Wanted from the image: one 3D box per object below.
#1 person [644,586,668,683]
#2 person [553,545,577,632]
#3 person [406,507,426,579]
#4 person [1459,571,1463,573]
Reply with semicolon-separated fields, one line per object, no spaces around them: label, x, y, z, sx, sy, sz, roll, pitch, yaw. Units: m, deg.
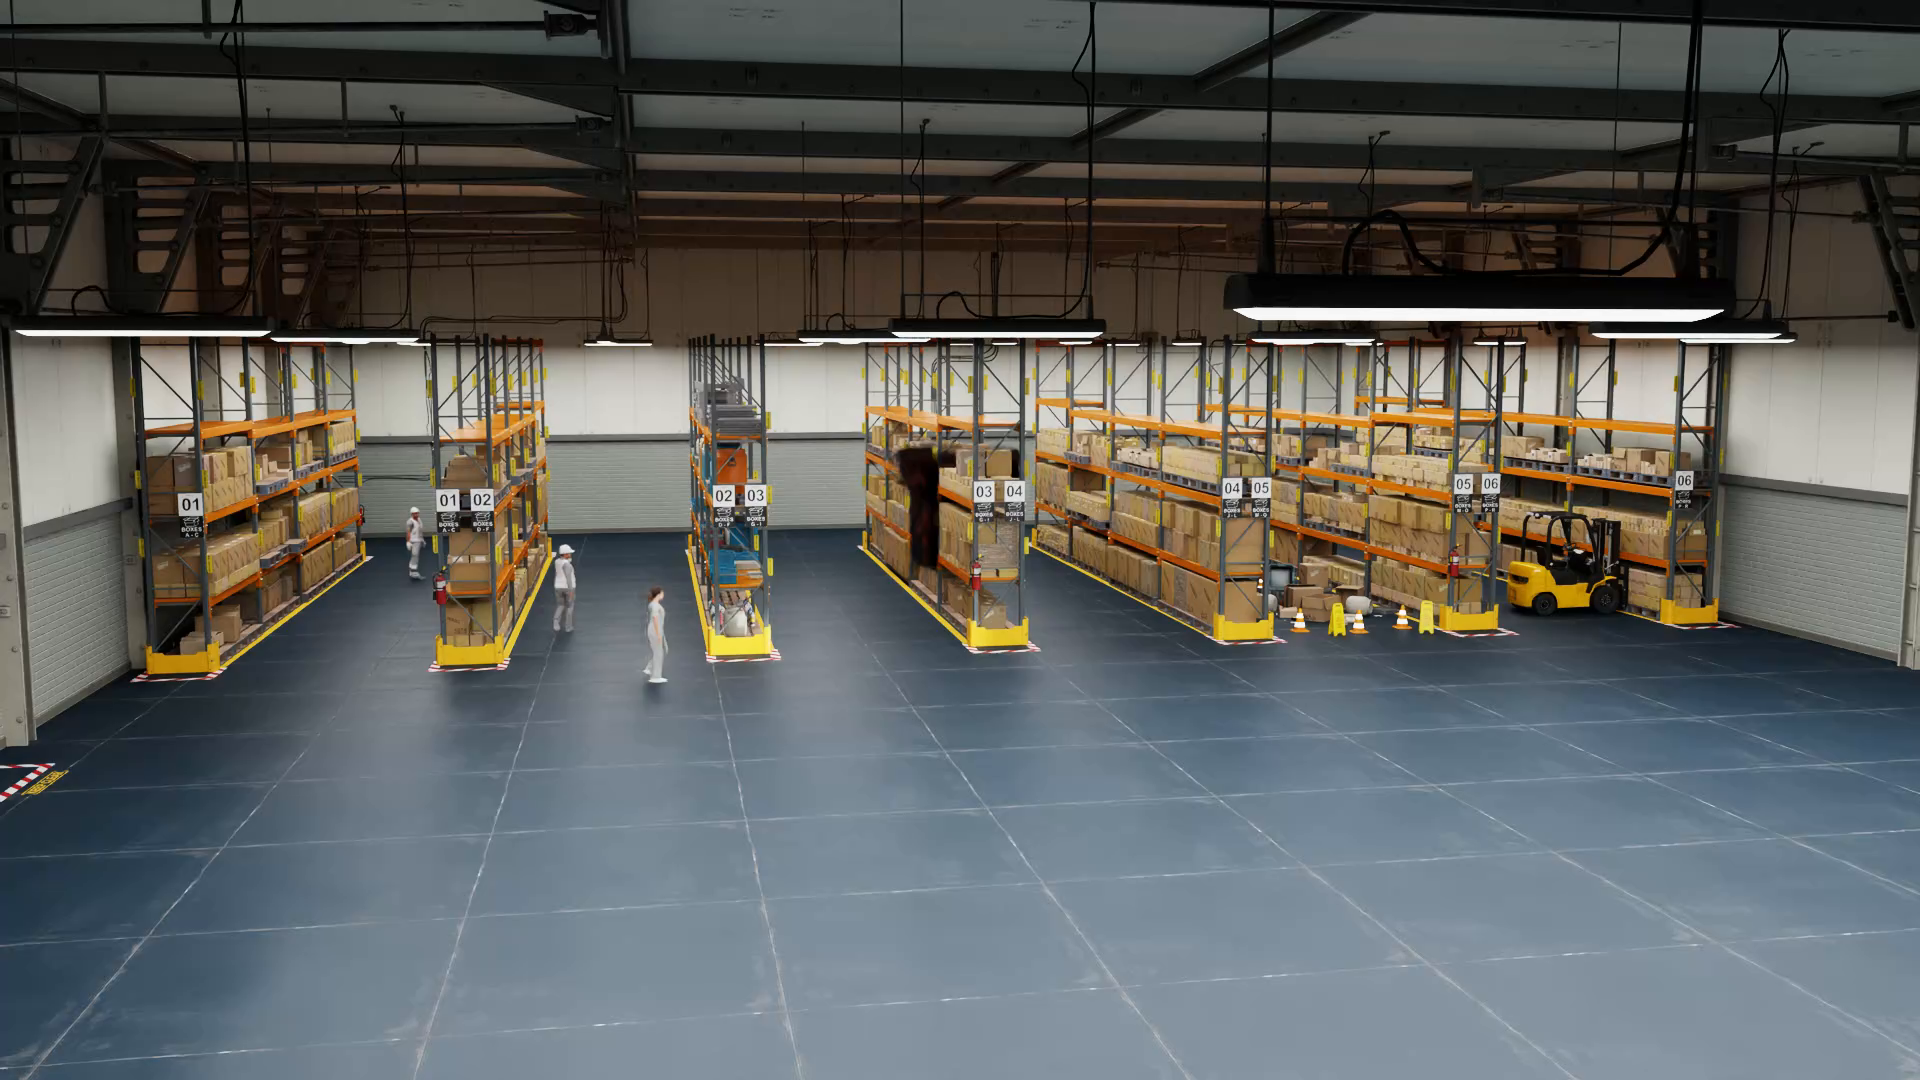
person;-5.272;1.621;28.693;0.444;1.672;0.557;0;7;-3
person;-8.029;0.978;33.650;0.524;1.767;0.525;2;7;18
person;-13.594;0.069;41.620;0.420;1.801;0.569;0;7;-3
person;11.608;0.483;38.549;0.420;1.694;0.520;5;8;35
